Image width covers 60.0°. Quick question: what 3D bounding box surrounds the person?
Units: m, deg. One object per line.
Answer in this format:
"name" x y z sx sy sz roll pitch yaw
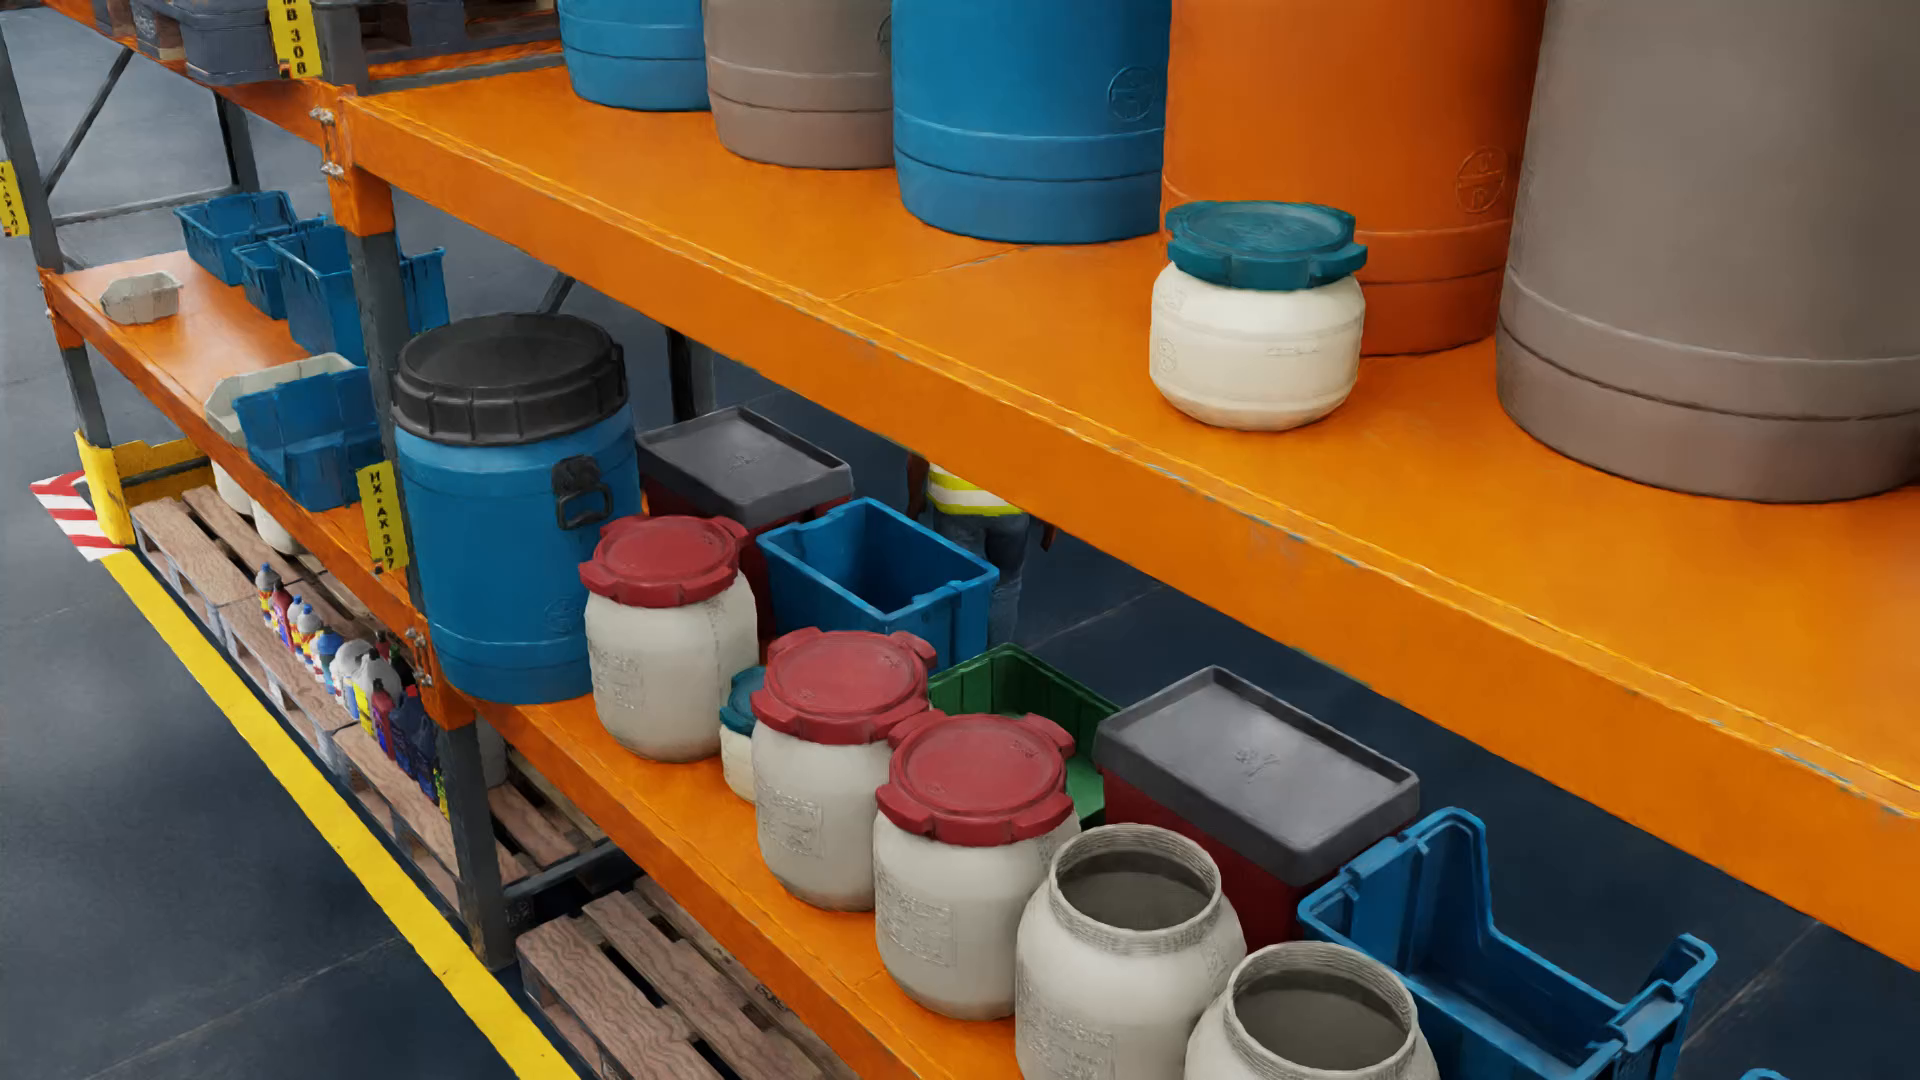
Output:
"person" 0.091 -0.133 6.354 0.599 1.755 0.581 -2 28 -5
